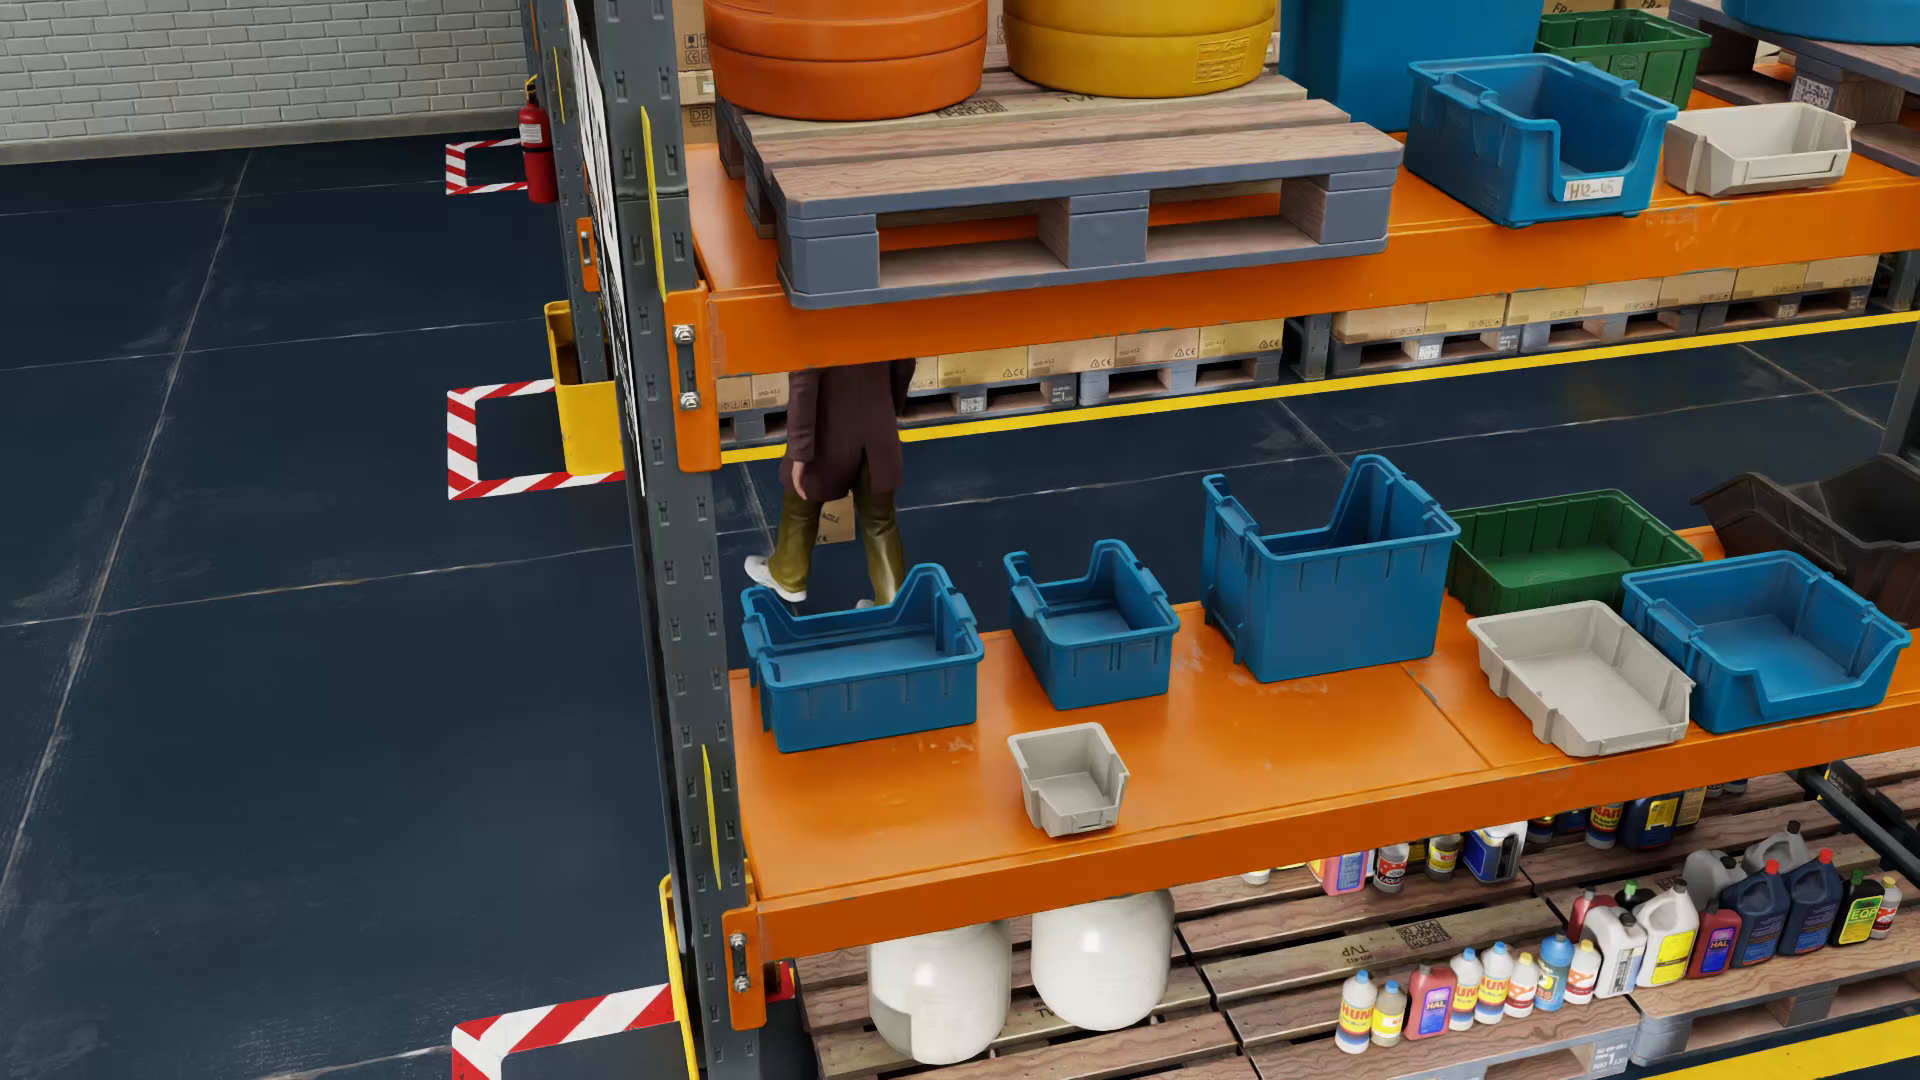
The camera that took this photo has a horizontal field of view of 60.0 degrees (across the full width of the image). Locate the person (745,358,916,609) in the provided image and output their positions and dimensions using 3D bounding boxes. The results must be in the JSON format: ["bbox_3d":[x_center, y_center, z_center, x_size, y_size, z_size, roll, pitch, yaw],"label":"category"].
[{"bbox_3d":[-0.510,-0.470,6.936,0.628,1.753,0.893,-14,33,-23],"label":"person"}]
